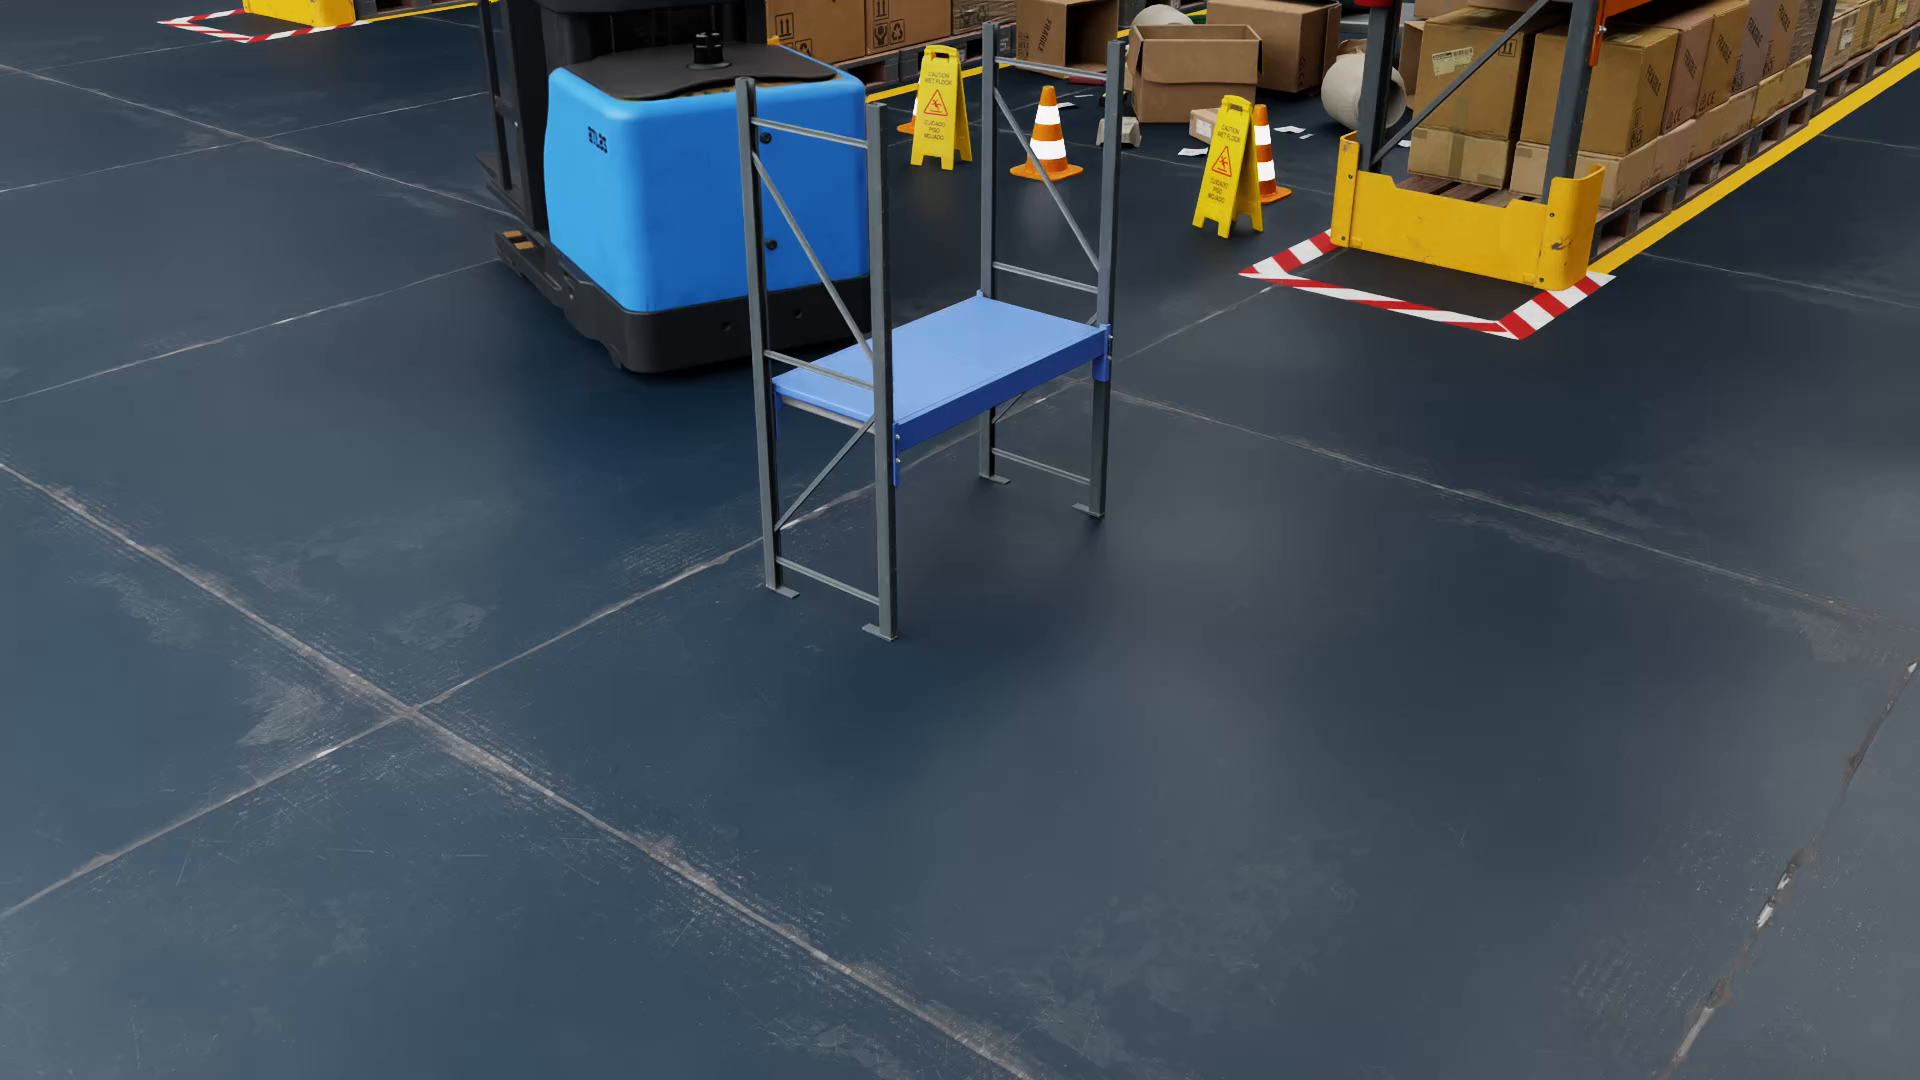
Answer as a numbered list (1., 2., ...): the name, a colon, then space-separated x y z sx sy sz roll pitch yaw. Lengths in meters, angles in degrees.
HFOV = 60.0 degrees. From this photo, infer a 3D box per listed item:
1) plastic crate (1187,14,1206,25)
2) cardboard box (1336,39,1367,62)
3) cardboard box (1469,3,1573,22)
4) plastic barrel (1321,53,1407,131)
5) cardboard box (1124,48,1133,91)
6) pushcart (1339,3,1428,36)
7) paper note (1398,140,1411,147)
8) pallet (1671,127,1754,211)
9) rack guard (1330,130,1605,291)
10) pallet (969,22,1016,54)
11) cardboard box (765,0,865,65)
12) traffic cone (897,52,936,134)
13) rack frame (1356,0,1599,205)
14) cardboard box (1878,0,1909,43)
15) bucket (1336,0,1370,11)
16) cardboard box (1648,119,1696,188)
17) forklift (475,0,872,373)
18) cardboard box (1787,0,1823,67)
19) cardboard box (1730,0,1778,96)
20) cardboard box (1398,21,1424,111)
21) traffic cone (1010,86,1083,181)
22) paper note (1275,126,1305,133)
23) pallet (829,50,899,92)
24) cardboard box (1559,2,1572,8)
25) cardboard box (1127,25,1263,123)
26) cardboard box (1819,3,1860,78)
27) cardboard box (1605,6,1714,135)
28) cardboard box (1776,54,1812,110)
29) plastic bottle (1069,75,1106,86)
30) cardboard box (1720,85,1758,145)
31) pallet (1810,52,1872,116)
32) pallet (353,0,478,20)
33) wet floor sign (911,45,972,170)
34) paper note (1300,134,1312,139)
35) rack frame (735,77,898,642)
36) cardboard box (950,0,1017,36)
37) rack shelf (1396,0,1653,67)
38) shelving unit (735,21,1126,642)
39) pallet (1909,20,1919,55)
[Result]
1. plastic crate: 1.833 -3.792 12.314 0.662 0.188 0.450 -10 19 -18
2. cardboard box: 2.642 -3.173 11.095 0.258 0.266 0.396 0 27 0
3. cardboard box: 2.910 -2.476 8.490 0.500 0.500 0.500 22 35 36
4. plastic barrel: 2.418 -2.662 9.934 0.421 0.421 0.512 -5 28 -9
5. cardboard box: 1.260 -3.098 10.950 0.258 0.266 0.396 -21 34 -35
6. pushcart: 3.025 -3.533 11.669 1.648 0.377 0.936 9 29 17
7. paper note: 2.612 -2.321 9.704 0.142 0.019 0.148 9 29 17
8. pallet: 3.641 -2.128 9.133 1.003 0.211 1.213 21 34 34
9. rack guard: 2.320 -1.548 7.698 1.175 0.500 0.348 21 34 34
10. pallet: 0.388 -3.975 12.704 1.003 0.211 1.213 21 34 34
11. cardboard box: -1.231 -3.544 10.692 0.875 0.875 0.875 21 34 35
12. traffic cone: -0.178 -2.688 9.943 0.336 0.463 0.334 21 34 34
13. rack frame: 2.272 -2.631 7.071 1.000 3.000 0.127 21 34 34
14. cardboard box: 6.044 -3.758 11.653 0.950 0.372 0.625 22 35 36
15. bucket: 2.625 -3.959 11.547 0.620 0.611 0.726 -5 26 -32
16. cardboard box: 3.329 -1.980 8.349 0.500 0.250 0.500 22 35 36
17. forklift: -1.495 -2.579 7.045 1.130 2.935 3.031 -14 31 -25
18. cardboard box: 4.647 -3.059 9.619 0.500 0.500 0.500 20 34 34
19. cardboard box: 4.001 -2.697 8.919 0.500 0.500 0.500 23 35 37
20. cardboard box: 3.085 -2.958 10.421 0.500 0.500 0.500 -5 28 -9
21. traffic cone: 0.477 -2.238 9.072 0.336 0.463 0.334 21 34 34
22. paper note: 1.993 -2.481 10.026 0.142 0.019 0.148 -15 31 -27
23. pallet: -1.163 -3.110 11.032 1.003 0.211 1.213 21 34 34
24. cardboard box: 2.925 -2.816 8.442 0.380 0.149 0.250 21 34 35
25. cardboard box: 1.436 -2.885 10.279 0.797 0.503 0.637 0 27 0
26. cardboard box: 5.148 -3.255 10.681 0.950 0.372 0.625 21 34 35
27. cardboard box: 3.343 -2.330 8.208 0.500 0.500 0.500 19 33 33
28. cardboard box: 4.648 -2.726 9.791 0.500 0.250 0.500 23 35 37
29. plastic bottle: 0.885 -3.101 11.177 0.283 0.061 0.133 9 29 17
30. cardboard box: 3.990 -2.356 9.075 0.500 0.250 0.500 21 34 35
31. pallet: 5.310 -3.087 10.988 1.003 0.211 1.213 21 34 34
32. pallet: -4.782 -4.593 13.900 1.003 0.211 1.213 21 34 34
33. wet floor sign: -0.102 -2.407 9.201 0.267 0.644 0.232 15 31 26
34. paper note: 2.057 -2.397 9.873 0.032 0.001 0.123 21 34 34
35. rack frame: -0.378 -0.456 4.499 0.500 1.500 0.032 21 34 34
36. cardboard box: -0.092 -4.180 11.920 0.875 0.875 0.875 21 34 35
37. rack shelf: 3.544 -3.021 8.607 1.077 0.370 4.000 21 34 34
38. shelving unit: -0.054 -0.636 4.847 0.538 1.500 1.048 21 34 34
39. pallet: 6.863 -3.952 12.660 1.003 0.211 1.213 21 34 34
